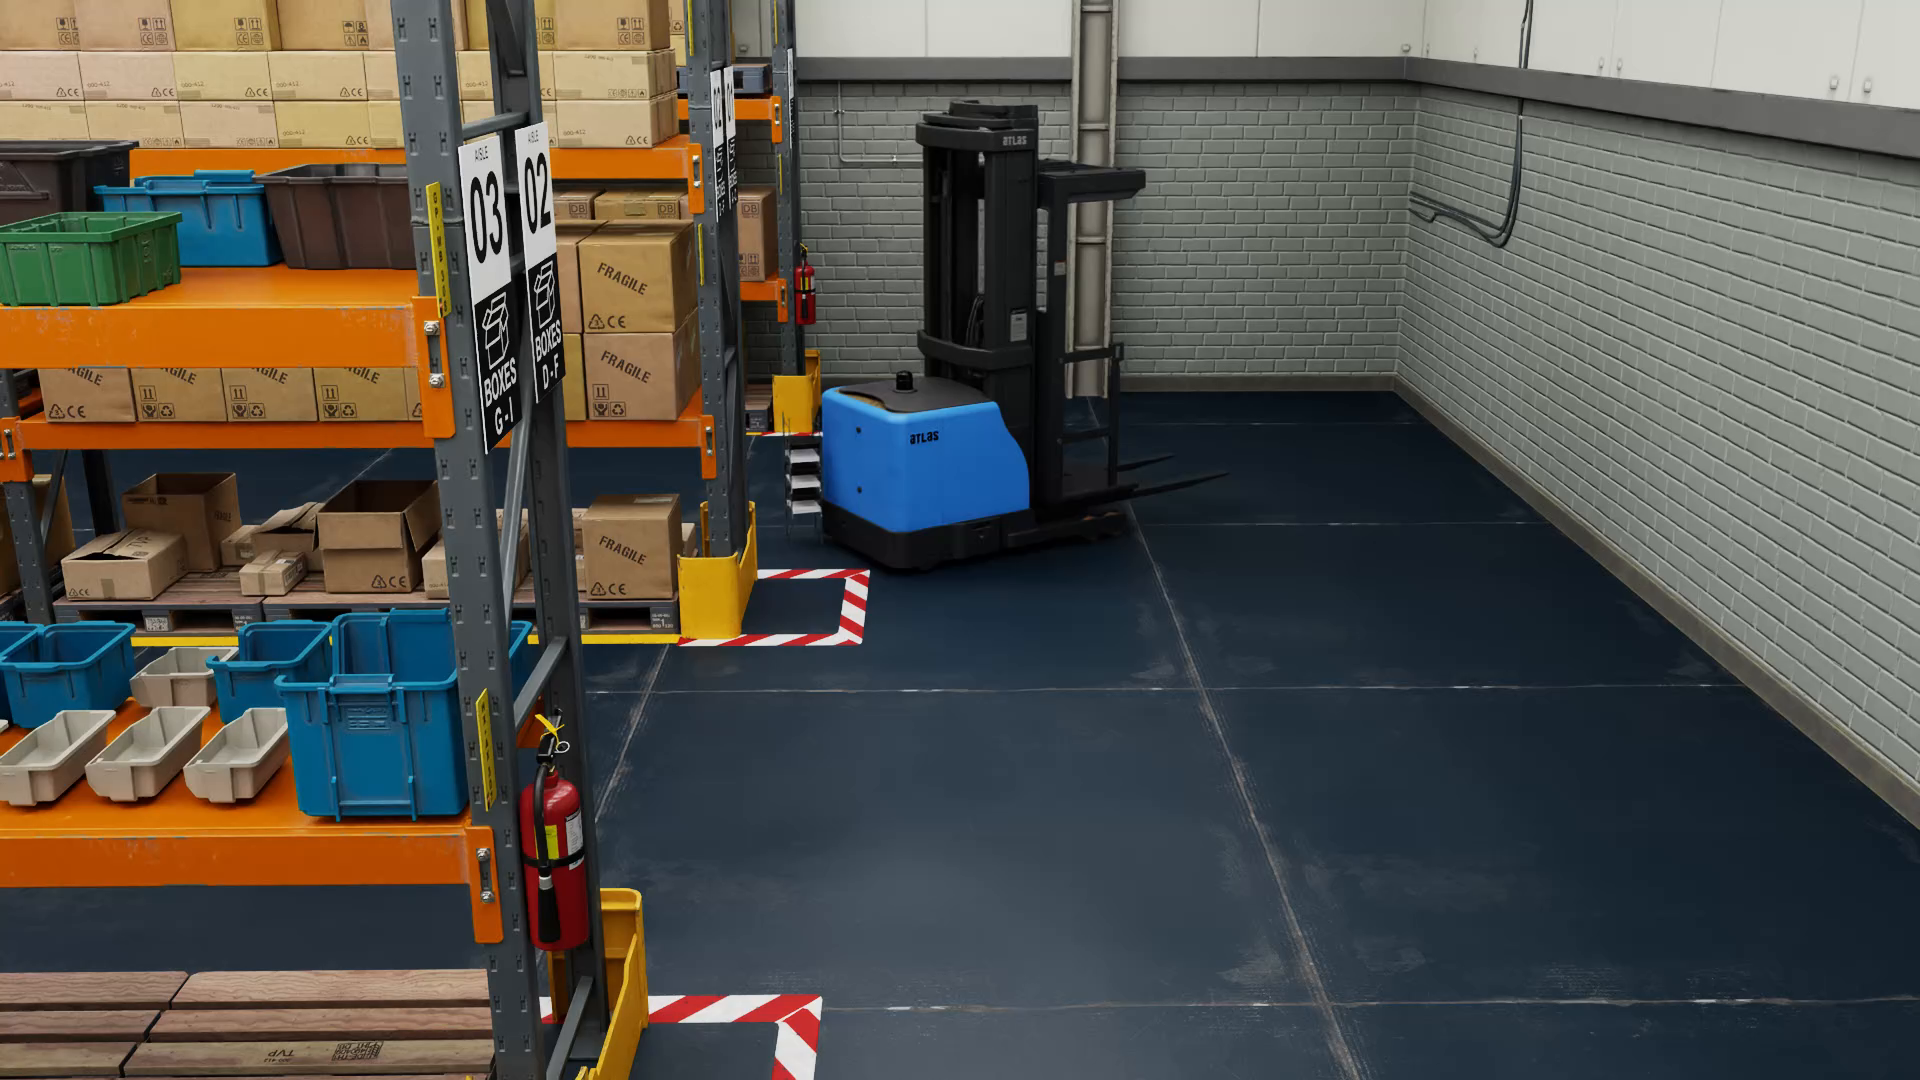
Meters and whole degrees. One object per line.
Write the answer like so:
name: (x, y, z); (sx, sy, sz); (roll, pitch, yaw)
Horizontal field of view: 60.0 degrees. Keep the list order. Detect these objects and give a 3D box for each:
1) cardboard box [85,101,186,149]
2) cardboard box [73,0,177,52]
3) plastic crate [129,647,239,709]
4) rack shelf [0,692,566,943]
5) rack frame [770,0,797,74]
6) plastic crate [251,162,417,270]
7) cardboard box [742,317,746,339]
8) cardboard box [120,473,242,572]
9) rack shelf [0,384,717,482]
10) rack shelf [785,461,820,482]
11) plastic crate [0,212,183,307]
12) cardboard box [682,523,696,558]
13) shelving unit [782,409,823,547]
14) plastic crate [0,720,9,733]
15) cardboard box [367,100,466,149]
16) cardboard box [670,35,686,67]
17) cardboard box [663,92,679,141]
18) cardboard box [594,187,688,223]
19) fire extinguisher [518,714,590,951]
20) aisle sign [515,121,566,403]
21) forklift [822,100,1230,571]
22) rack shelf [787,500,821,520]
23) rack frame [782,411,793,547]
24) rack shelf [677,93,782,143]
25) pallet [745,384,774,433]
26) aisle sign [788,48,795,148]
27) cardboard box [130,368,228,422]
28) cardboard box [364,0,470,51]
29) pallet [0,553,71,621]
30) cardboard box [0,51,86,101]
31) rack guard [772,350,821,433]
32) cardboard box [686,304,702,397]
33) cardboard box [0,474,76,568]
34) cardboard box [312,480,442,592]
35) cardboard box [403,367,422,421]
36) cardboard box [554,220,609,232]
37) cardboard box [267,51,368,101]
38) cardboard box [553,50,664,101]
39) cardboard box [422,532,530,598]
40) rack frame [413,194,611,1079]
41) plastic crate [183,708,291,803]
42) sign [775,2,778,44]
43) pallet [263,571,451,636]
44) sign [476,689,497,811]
cardboard box: (-4.409, -2.291, 9.113); (0.500, 0.250, 0.500); (0, 18, -1)
cardboard box: (-4.412, -2.931, 9.063); (0.500, 0.500, 0.700); (0, 18, -1)
plastic crate: (-2.578, 0.465, 5.522); (0.298, 0.136, 0.250); (0, 18, -1)
rack shelf: (-3.325, 0.840, 5.197); (4.000, 0.370, 1.077); (0, 18, -1)
rack frame: (-1.482, -5.395, 13.633); (0.127, 3.000, 1.000); (0, 18, -1)
plastic crate: (-1.715, -0.962, 4.939); (0.590, 0.269, 0.497); (0, 18, -1)
cardboard box: (-2.058, -1.885, 14.855); (0.250, 0.149, 0.380); (0, 18, 0)
cardboard box: (-4.834, -0.115, 10.367); (0.500, 0.500, 0.500); (0, 18, -1)
rack shelf: (-3.400, -0.673, 9.913); (4.000, 0.370, 1.077); (0, 18, -1)
rack shelf: (-1.078, -0.476, 11.374); (0.200, 0.077, 0.258); (-5, 18, -15)
plastic crate: (-2.307, -0.748, 4.405); (0.336, 0.188, 0.450); (0, 18, -1)
cardboard box: (-1.824, 0.020, 10.523); (0.250, 0.149, 0.380); (0, 18, -1)
shelving unit: (-1.078, -0.422, 11.391); (0.210, 0.900, 0.258); (-5, 18, -15)
plastic crate: (-3.002, 0.657, 4.924); (0.250, 0.136, 0.298); (0, 18, -1)
cardboard box: (-2.909, -2.294, 9.122); (0.500, 0.250, 0.500); (0, 18, -1)
cardboard box: (-2.210, -4.058, 13.771); (0.500, 0.250, 0.500); (0, 18, 1)
cardboard box: (-1.918, -2.457, 9.633); (0.500, 0.250, 0.500); (0, 18, -1)
cardboard box: (-2.719, -2.669, 14.465); (0.700, 0.700, 0.980); (0, 18, -1)
fire extinguisher: (-1.168, 0.840, 4.756); (0.183, 0.674, 0.296); (0, 18, -1)
aisle sign: (-1.258, -0.841, 5.004); (0.004, 0.787, 0.394); (0, 18, -1)
forklift: (0.564, -1.518, 11.481); (3.031, 2.935, 1.130); (-11, 21, -32)
rack shelf: (-1.078, -0.219, 11.456); (0.200, 0.077, 0.258); (-5, 18, -15)
rack frame: (-1.176, -0.414, 11.365); (0.006, 0.900, 0.240); (-5, 18, -15)
rack shelf: (-3.482, -3.614, 14.171); (4.000, 0.370, 1.077); (0, 18, -1)
pallet: (-2.280, -1.183, 14.889); (1.213, 0.211, 1.003); (0, 18, -1)
aisle sign: (-1.405, -3.685, 13.868); (0.004, 0.787, 0.394); (0, 18, -1)
cardboard box: (-4.374, -0.976, 9.517); (0.500, 0.500, 0.500); (0, 18, 0)
cardboard box: (-2.913, -2.958, 9.148); (0.500, 0.500, 0.700); (0, 18, -1)
pallet: (-6.212, 0.337, 10.151); (1.213, 0.211, 1.003); (0, 18, -1)
cardboard box: (-4.909, -2.528, 9.032); (0.500, 0.250, 0.500); (0, 18, -1)
rack guard: (-1.458, -1.348, 14.932); (0.348, 0.500, 1.175); (0, 18, -1)
cardboard box: (-1.848, -1.151, 10.063); (0.500, 0.500, 0.500); (0, 18, 0)
cardboard box: (-5.887, -0.097, 10.313); (0.500, 0.500, 0.500); (-1, 18, -3)
cardboard box: (-3.521, -0.038, 10.121); (0.637, 0.503, 0.797); (0, 18, -1)
cardboard box: (-2.861, -0.983, 9.539); (0.500, 0.500, 0.500); (0, 18, 0)
cardboard box: (-2.370, -1.623, 9.895); (0.500, 0.500, 0.500); (0, 18, 0)
cardboard box: (-3.409, -2.532, 9.046); (0.500, 0.250, 0.500); (0, 18, -1)
cardboard box: (-1.910, -2.540, 9.071); (0.500, 0.250, 0.500); (0, 18, -1)
cardboard box: (-2.890, 0.148, 9.958); (0.500, 0.250, 0.500); (0, 18, -1)
rack frame: (-1.325, 0.487, 5.117); (0.127, 3.000, 1.000); (0, 18, -1)
plastic crate: (-2.138, 0.644, 4.964); (0.243, 0.136, 0.396); (0, 18, -1)
sign: (-1.487, -4.185, 13.452); (0.005, 0.325, 0.100); (0, 18, -1)
pallet: (-3.490, 0.312, 10.230); (1.213, 0.211, 1.003); (0, 18, -1)
sign: (-1.301, 0.578, 4.569); (0.005, 0.325, 0.100); (0, 18, -1)
